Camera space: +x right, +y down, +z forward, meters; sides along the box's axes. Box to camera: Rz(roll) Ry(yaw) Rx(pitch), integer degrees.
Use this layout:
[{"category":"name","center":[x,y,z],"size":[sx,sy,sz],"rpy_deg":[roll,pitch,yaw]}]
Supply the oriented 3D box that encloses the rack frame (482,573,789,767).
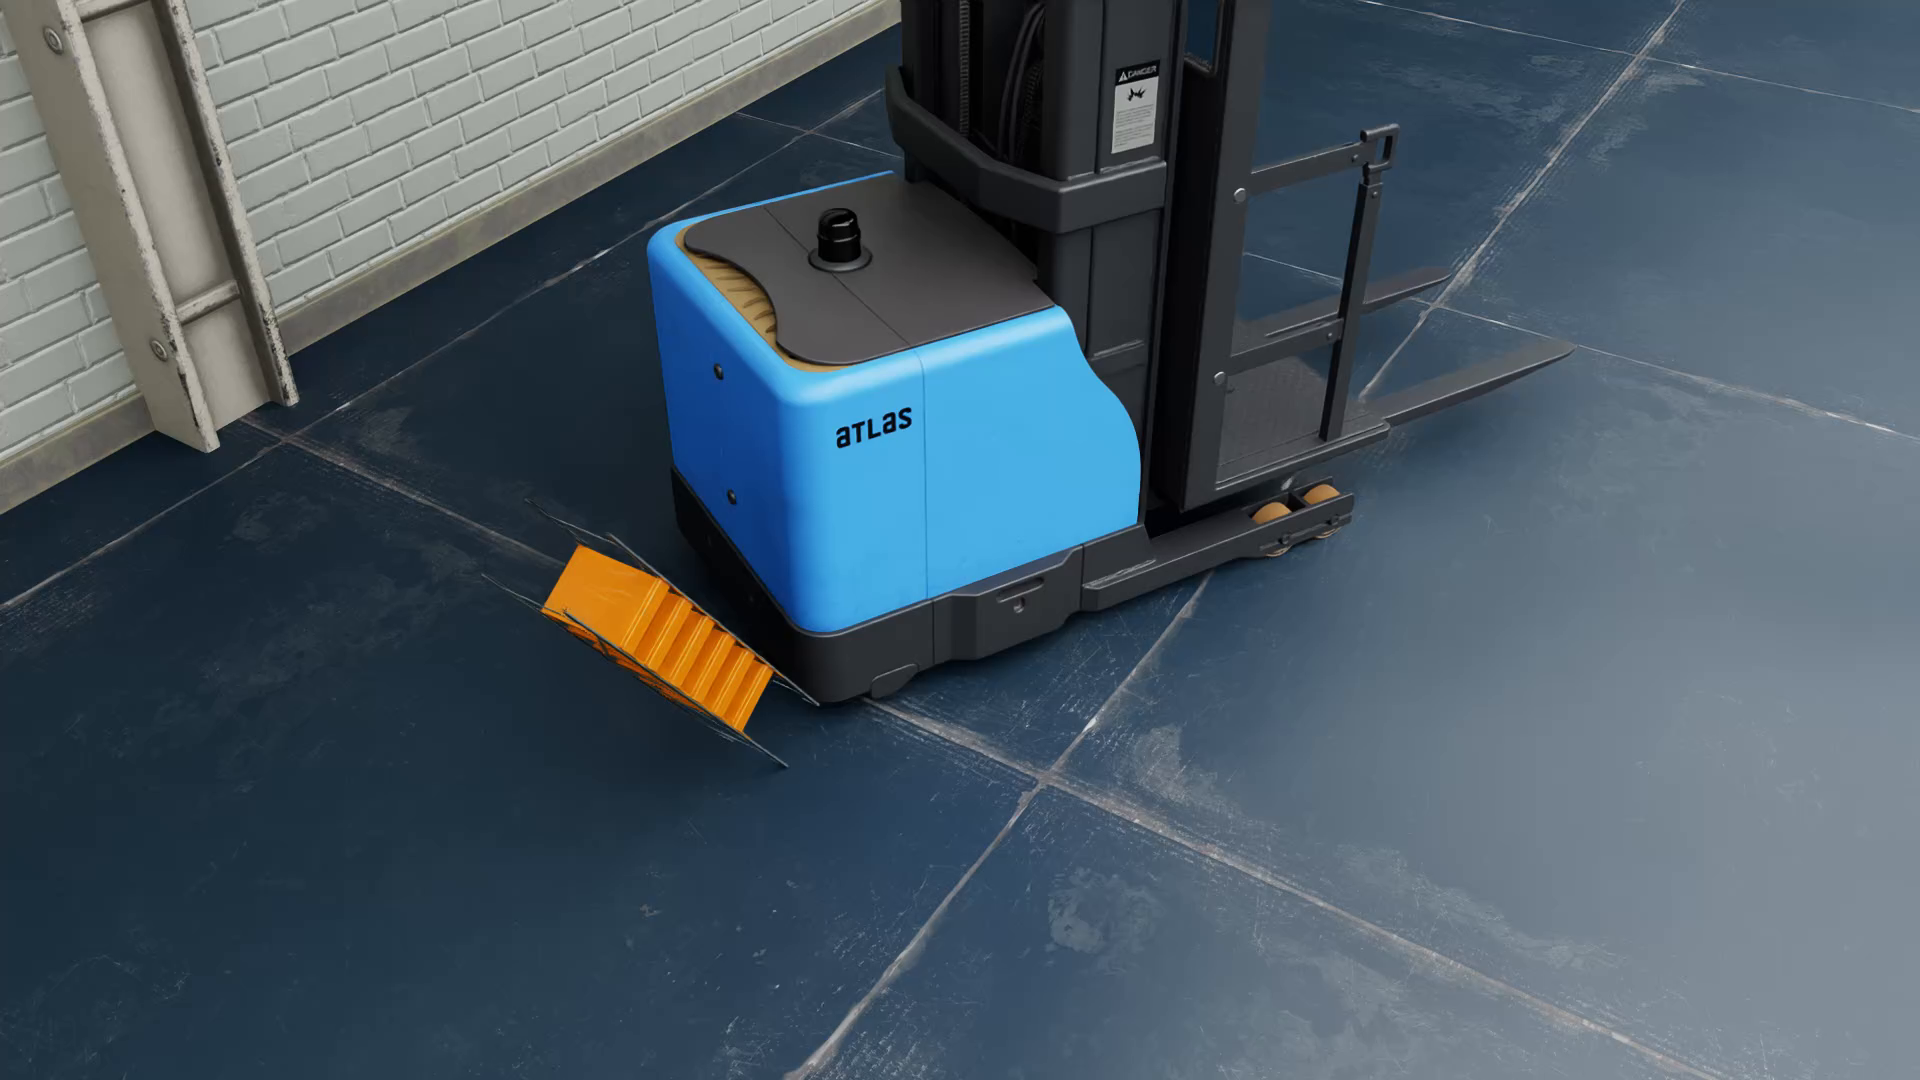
[{"category":"rack frame","center":[-0.734,0.339,3.978],"size":[0.240,1.200,0.006],"rpy_deg":[21,75,25]}]

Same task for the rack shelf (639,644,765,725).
[{"category":"rack shelf","center":[-0.646,0.323,4.144],"size":[0.258,0.103,0.180],"rpy_deg":[21,75,25]}]

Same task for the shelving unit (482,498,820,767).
[{"category":"shelving unit","center":[-0.693,0.260,4.000],"size":[0.258,1.200,0.189],"rpy_deg":[21,75,25]}]

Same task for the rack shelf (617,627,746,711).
[{"category":"rack shelf","center":[-0.681,0.277,4.039],"size":[0.258,0.103,0.180],"rpy_deg":[21,75,25]}]

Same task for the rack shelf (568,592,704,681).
[{"category":"rack shelf","center":[-0.749,0.185,3.828],"size":[0.258,0.103,0.180],"rpy_deg":[21,75,25]}]

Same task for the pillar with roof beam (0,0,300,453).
[{"category":"pillar with roof beam","center":[1.062,-2.601,1.254],"size":[9.100,9.000,0.400],"rpy_deg":[21,42,25]}]

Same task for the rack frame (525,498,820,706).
[{"category":"rack frame","center":[-0.653,0.181,4.021],"size":[0.240,1.200,0.006],"rpy_deg":[21,75,25]}]

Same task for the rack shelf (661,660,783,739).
[{"category":"rack shelf","center":[-0.612,0.369,4.250],"size":[0.258,0.103,0.180],"rpy_deg":[21,75,25]}]

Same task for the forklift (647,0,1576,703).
[{"category":"forklift","center":[0.652,-1.370,4.626],"size":[3.031,2.935,1.130],"rpy_deg":[-19,42,-23]}]

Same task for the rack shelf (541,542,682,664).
[{"category":"rack shelf","center":[-0.783,0.139,3.722],"size":[0.258,0.103,0.180],"rpy_deg":[21,75,25]}]

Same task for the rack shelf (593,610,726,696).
[{"category":"rack shelf","center":[-0.715,0.231,3.933],"size":[0.258,0.103,0.180],"rpy_deg":[21,75,25]}]
